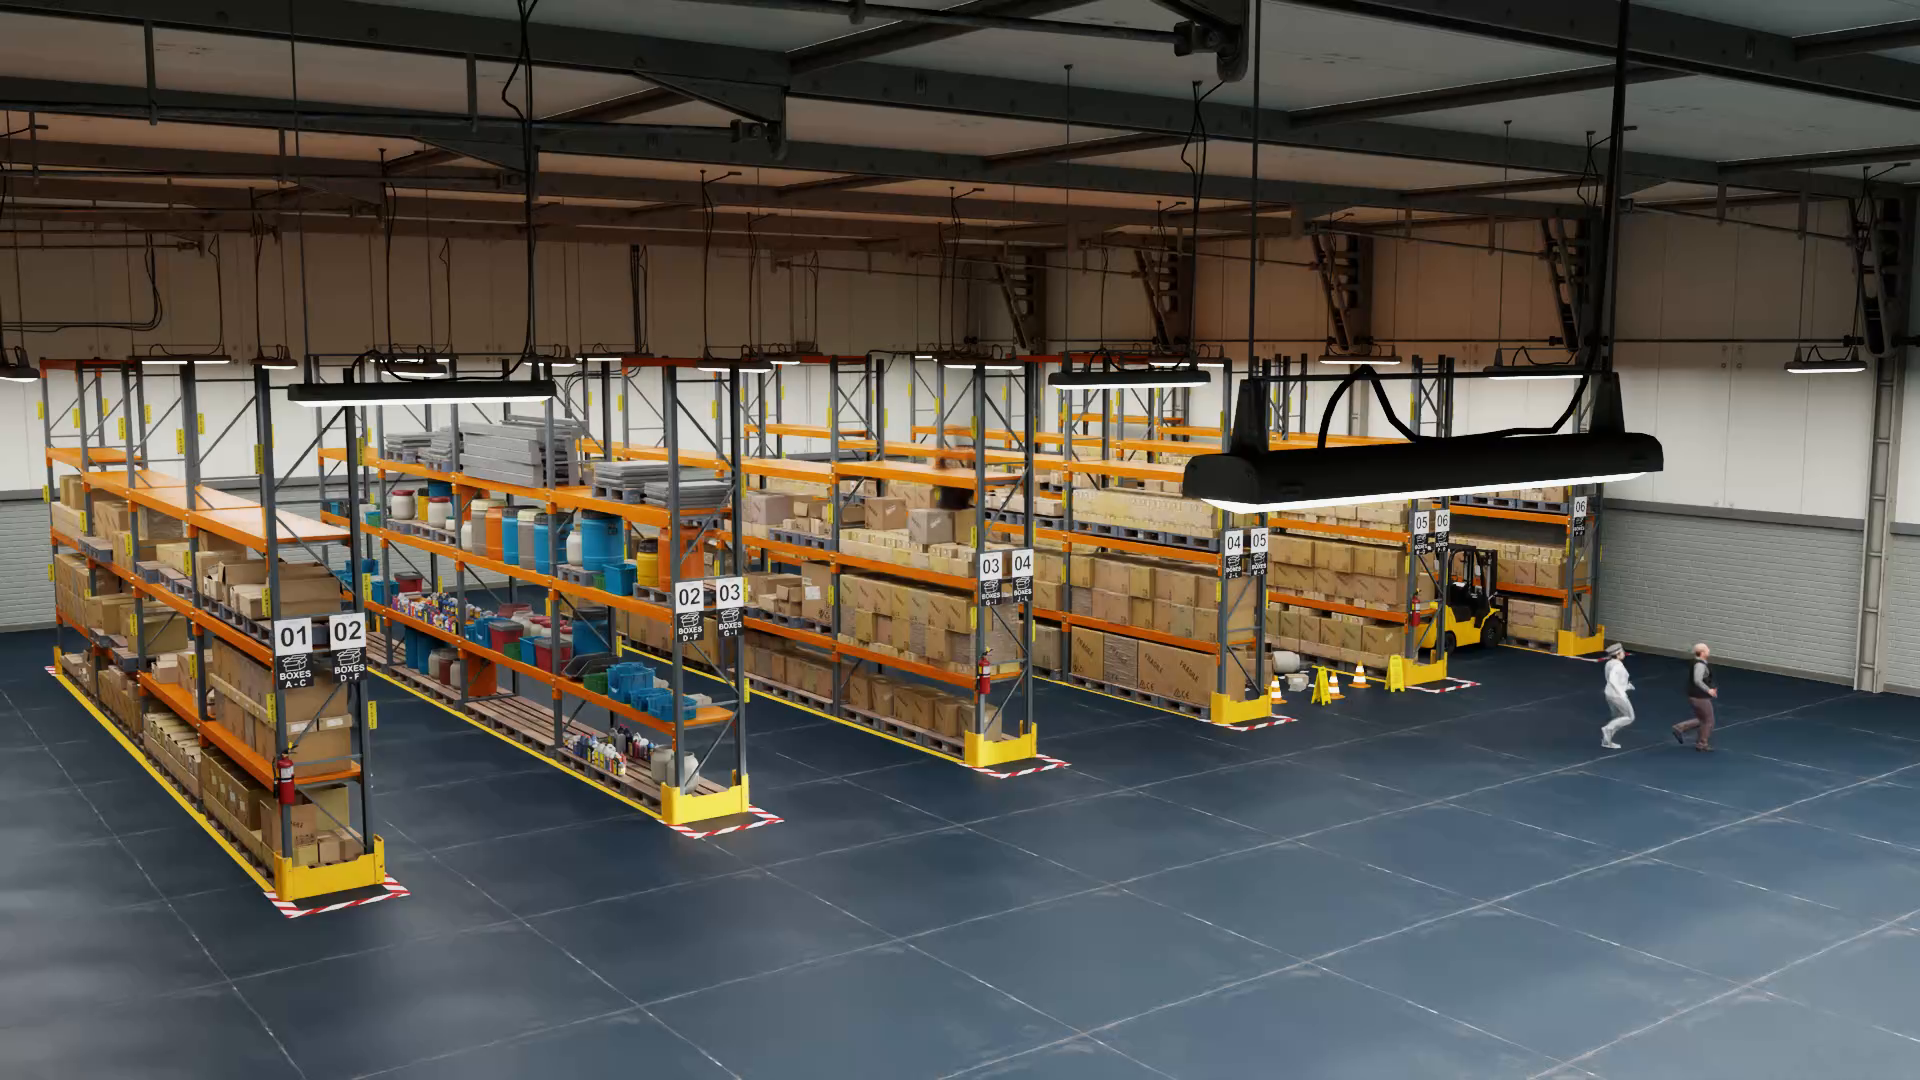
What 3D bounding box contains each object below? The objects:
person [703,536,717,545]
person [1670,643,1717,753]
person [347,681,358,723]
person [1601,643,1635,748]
[{"bbox_3d":[-6.259,0.624,40.601,0.789,1.757,0.928,2,7,18],"label":"person"},{"bbox_3d":[11.330,2.425,25.581,0.649,1.691,0.671,1,7,11],"label":"person"},{"bbox_3d":[-9.969,2.296,27.246,0.714,1.620,0.556,7,10,44],"label":"person"},{"bbox_3d":[10.237,2.417,25.811,0.517,1.654,0.608,0,7,1],"label":"person"}]
